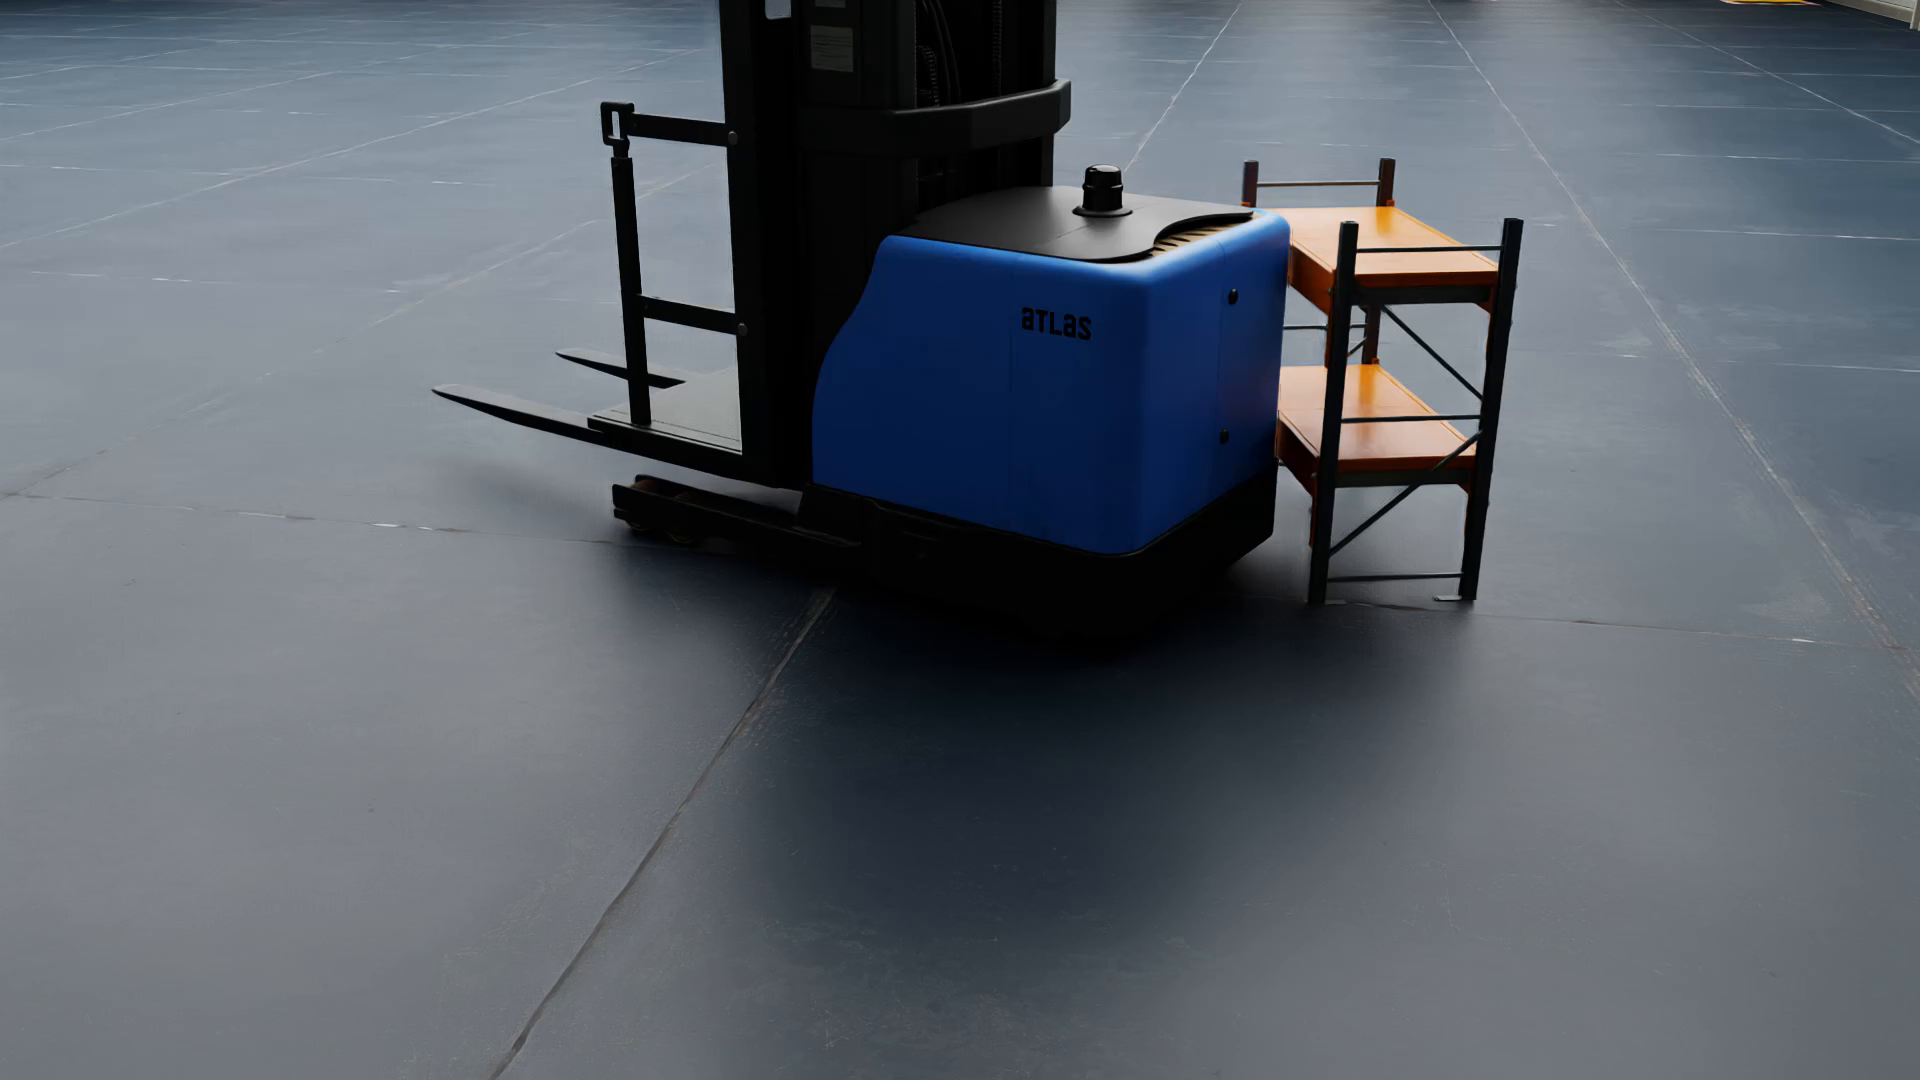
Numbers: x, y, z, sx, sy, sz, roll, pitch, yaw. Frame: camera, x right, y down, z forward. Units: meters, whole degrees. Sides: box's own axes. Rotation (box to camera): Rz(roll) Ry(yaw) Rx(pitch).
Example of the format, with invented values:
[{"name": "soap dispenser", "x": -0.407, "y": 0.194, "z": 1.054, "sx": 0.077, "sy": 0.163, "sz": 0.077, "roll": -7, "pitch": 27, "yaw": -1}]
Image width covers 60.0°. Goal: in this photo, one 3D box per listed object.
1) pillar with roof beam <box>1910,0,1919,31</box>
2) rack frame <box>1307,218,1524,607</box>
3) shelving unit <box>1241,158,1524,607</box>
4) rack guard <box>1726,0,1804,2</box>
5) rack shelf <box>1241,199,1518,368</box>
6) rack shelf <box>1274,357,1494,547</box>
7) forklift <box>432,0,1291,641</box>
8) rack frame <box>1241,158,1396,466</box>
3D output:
[{"name": "pillar with roof beam", "x": 8.856, "y": -11.401, "z": 21.617, "sx": 9.100, "sy": 9.000, "sz": 0.400, "roll": 4, "pitch": 22, "yaw": 11}, {"name": "rack frame", "x": 1.272, "y": -0.340, "z": 4.691, "sx": 0.500, "sy": 1.125, "sz": 0.032, "roll": -2, "pitch": 22, "yaw": -5}, {"name": "shelving unit", "x": 1.223, "y": -0.529, "z": 5.160, "sx": 0.538, "sy": 1.125, "sz": 1.048, "roll": -2, "pitch": 22, "yaw": -5}, {"name": "rack guard", "x": 13.266, "y": -9.130, "z": 27.355, "sx": 1.175, "sy": 0.500, "sz": 0.348, "roll": 4, "pitch": 22, "yaw": 11}, {"name": "rack shelf", "x": 1.223, "y": -0.800, "z": 5.051, "sx": 0.538, "sy": 0.278, "sz": 1.000, "roll": -2, "pitch": 22, "yaw": -5}, {"name": "rack shelf", "x": 1.223, "y": -0.302, "z": 5.252, "sx": 0.538, "sy": 0.278, "sz": 1.000, "roll": -2, "pitch": 22, "yaw": -5}, {"name": "forklift", "x": -0.519, "y": -1.493, "z": 5.138, "sx": 3.031, "sy": 2.935, "sz": 1.130, "roll": 14, "pitch": 26, "yaw": 32}, {"name": "rack frame", "x": 1.173, "y": -0.718, "z": 5.630, "sx": 0.500, "sy": 1.125, "sz": 0.032, "roll": -2, "pitch": 22, "yaw": -5}]
